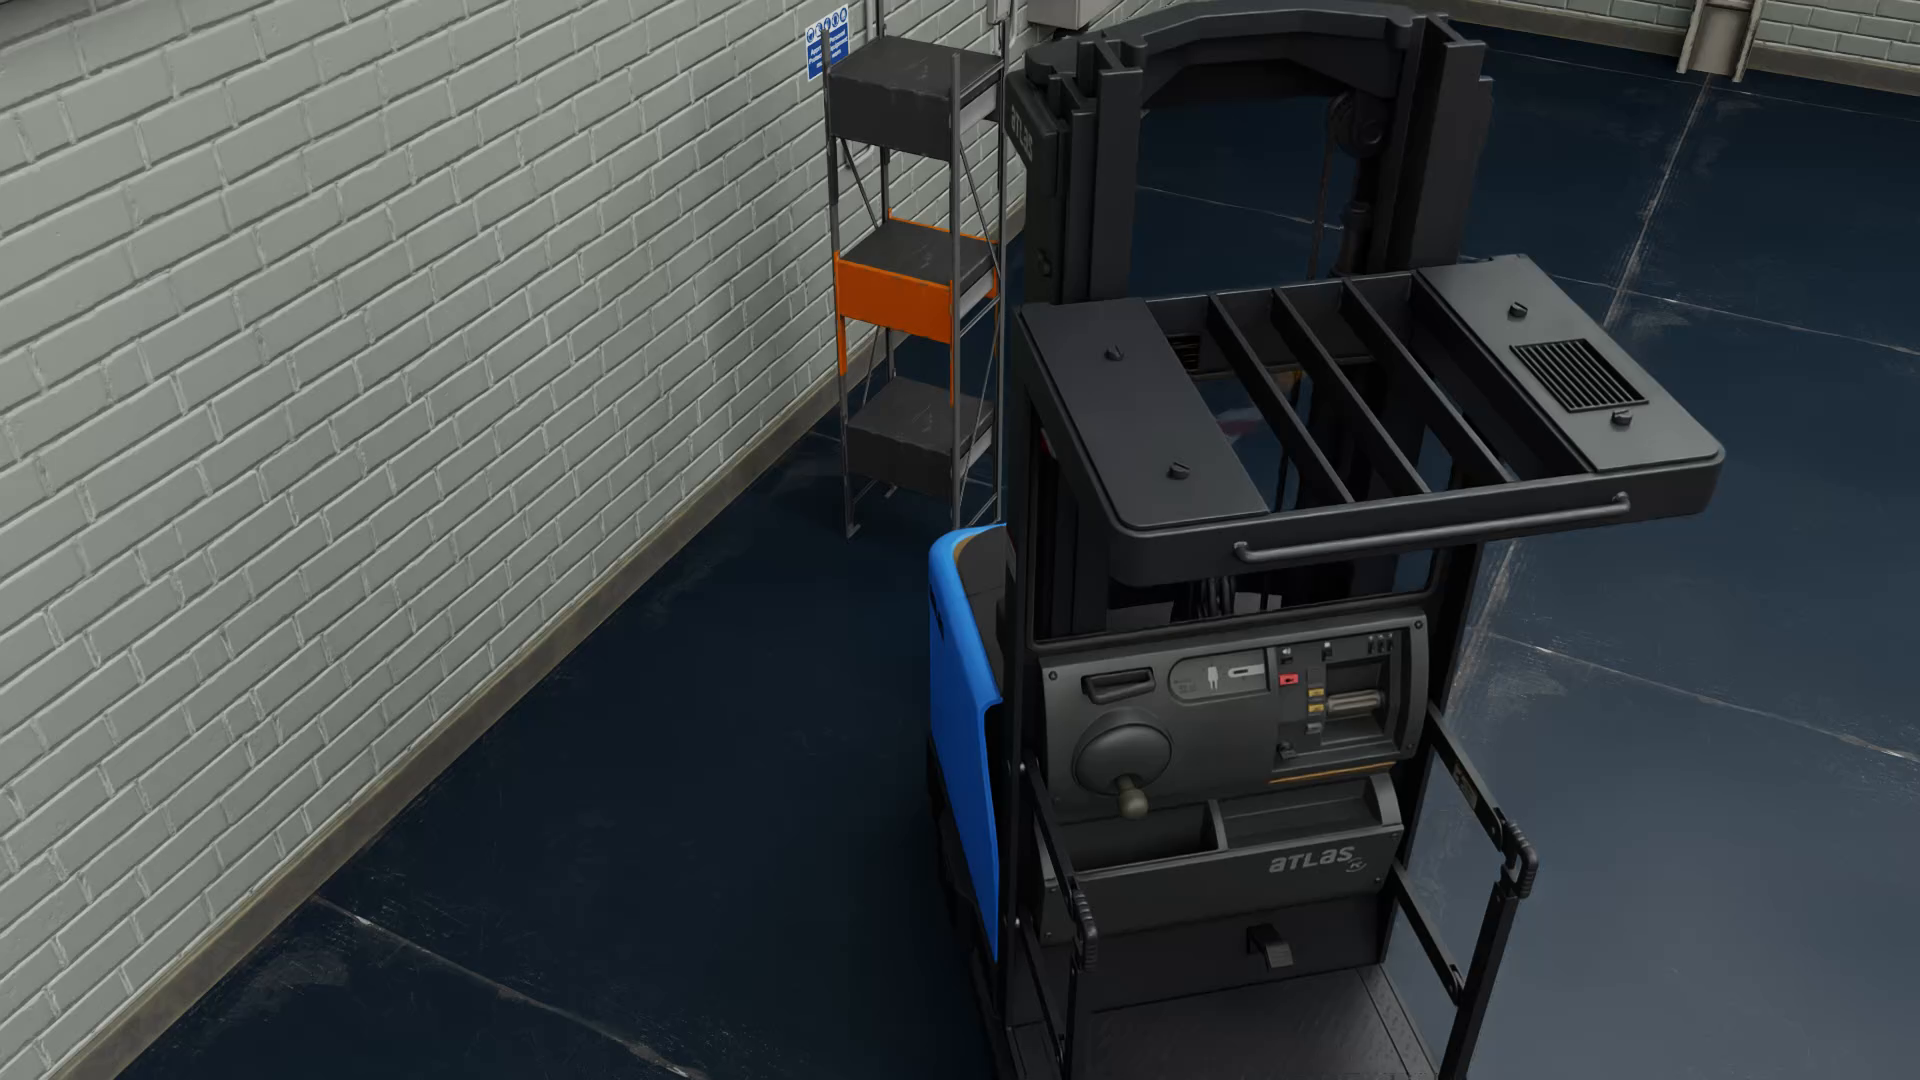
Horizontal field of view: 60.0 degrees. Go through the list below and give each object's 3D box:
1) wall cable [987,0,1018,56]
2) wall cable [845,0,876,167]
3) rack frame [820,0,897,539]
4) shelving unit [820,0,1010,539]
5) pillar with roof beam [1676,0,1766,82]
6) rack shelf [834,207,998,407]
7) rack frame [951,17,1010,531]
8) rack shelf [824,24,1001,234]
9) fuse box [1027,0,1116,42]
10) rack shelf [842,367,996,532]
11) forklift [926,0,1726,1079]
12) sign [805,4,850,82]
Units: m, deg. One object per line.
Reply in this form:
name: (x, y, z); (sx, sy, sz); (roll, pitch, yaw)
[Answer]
wall cable: (0.189, -3.069, 7.472); (0.122, 1.984, 0.588); (17, 41, 21)
wall cable: (-0.453, -2.317, 6.455); (0.123, 1.953, 0.585); (17, 41, 21)
rack frame: (-0.364, -0.950, 6.265); (0.015, 2.100, 0.400); (17, 41, 21)
shelving unit: (-0.147, -0.882, 6.176); (0.503, 2.100, 0.431); (17, 41, 21)
pillar with roof beam: (2.884, -4.322, 5.001); (0.400, 9.000, 9.100); (17, 41, 21)
rack shelf: (-0.147, -0.872, 6.184); (0.480, 0.518, 0.431); (17, 41, 21)
rack frame: (0.070, -0.815, 6.086); (0.015, 2.100, 0.400); (17, 41, 21)
rack shelf: (-0.147, -1.429, 5.761); (0.480, 0.518, 0.431); (17, 41, 21)
fuse box: (0.642, -2.474, 8.594); (0.414, 1.711, 0.539); (17, 41, 21)
rack shelf: (-0.147, -0.314, 6.607); (0.480, 0.518, 0.431); (17, 41, 21)
forklift: (0.691, 0.475, 3.699); (1.130, 2.935, 3.031); (-7, 38, -9)
sign: (-0.530, -1.998, 6.678); (0.001, 0.218, 0.327); (17, 41, 21)
